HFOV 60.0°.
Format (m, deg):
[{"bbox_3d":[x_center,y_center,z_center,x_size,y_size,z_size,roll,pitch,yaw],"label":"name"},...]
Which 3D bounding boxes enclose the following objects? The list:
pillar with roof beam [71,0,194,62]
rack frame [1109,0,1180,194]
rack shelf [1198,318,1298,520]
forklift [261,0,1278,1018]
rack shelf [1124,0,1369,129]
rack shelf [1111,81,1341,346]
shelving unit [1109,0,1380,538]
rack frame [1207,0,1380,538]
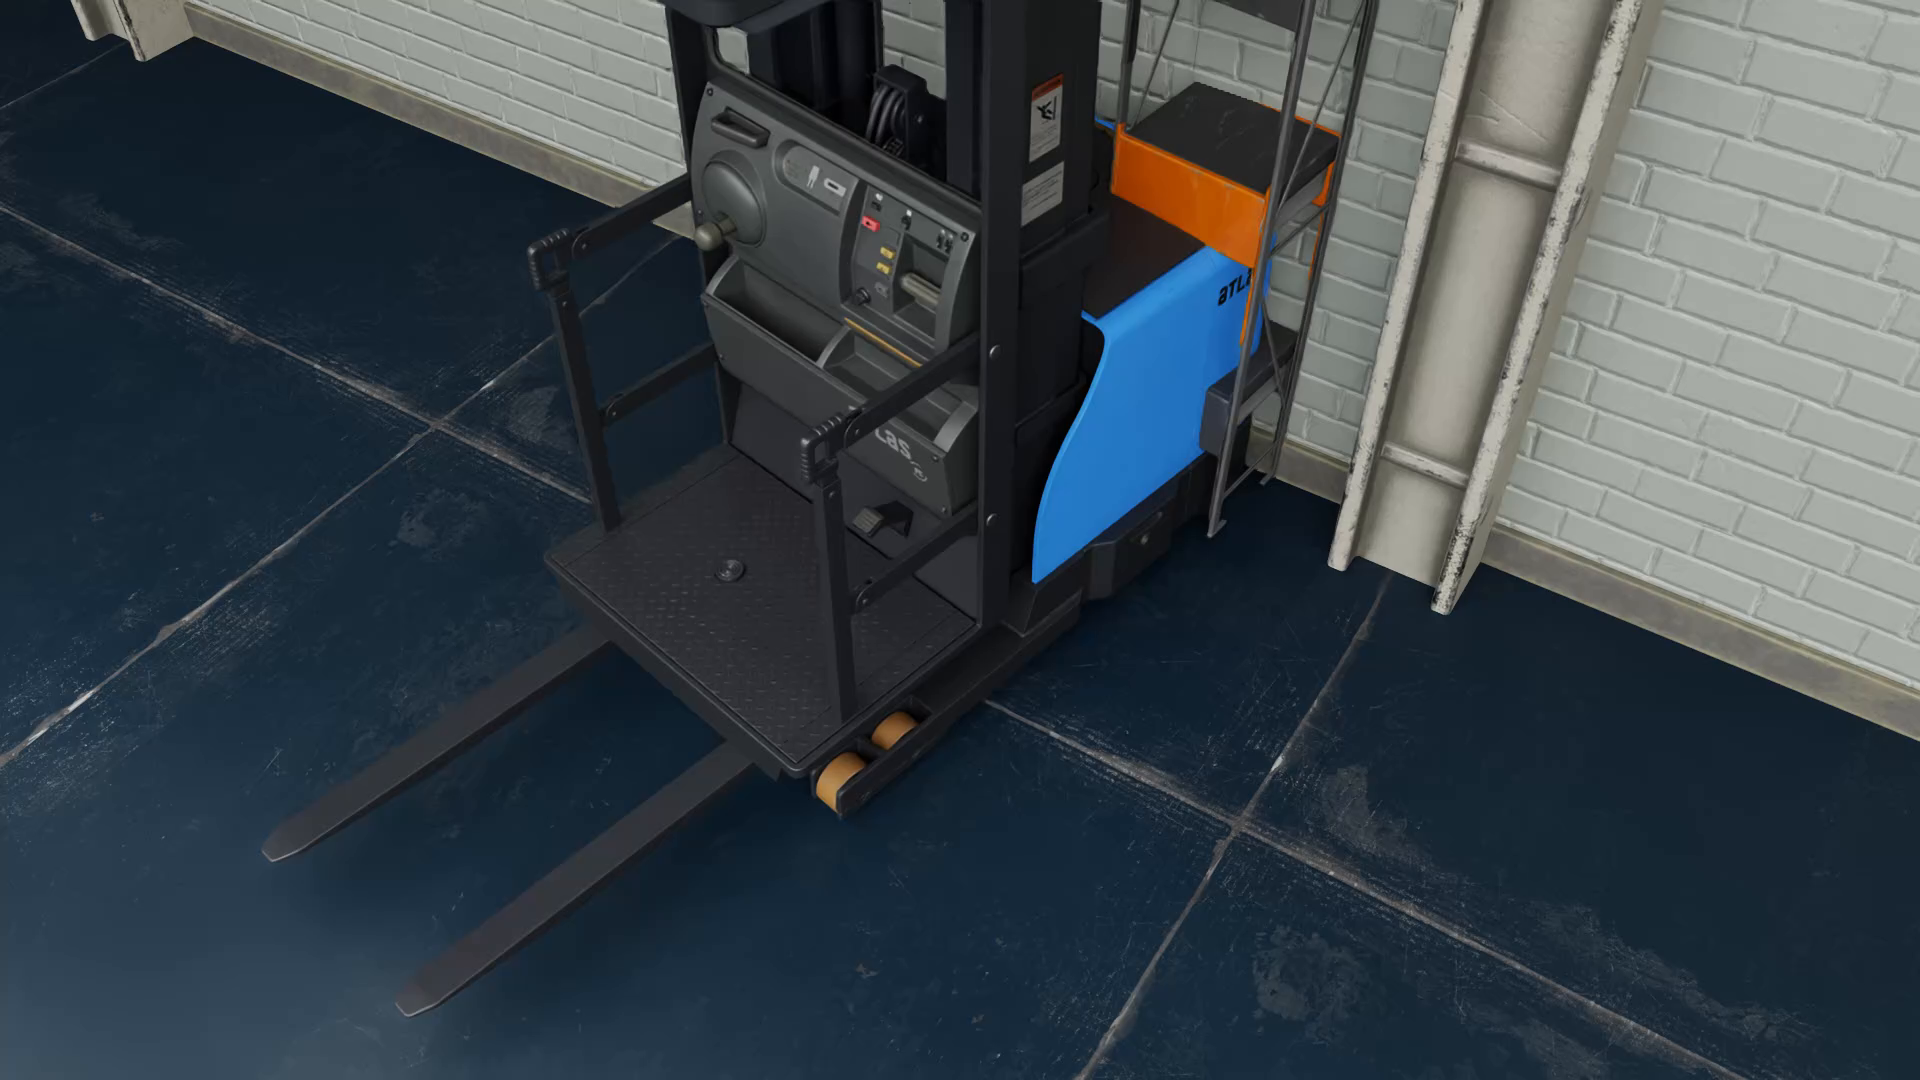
[{"bbox_3d":[-5.984,-2.800,1.696,0.400,9.000,9.100,25,51,22],"label":"pillar with roof beam"},{"bbox_3d":[0.547,-1.070,4.775,0.015,2.100,0.400,31,53,25],"label":"rack frame"},{"bbox_3d":[0.724,-0.464,5.189,0.480,0.518,0.431,31,53,25],"label":"rack shelf"},{"bbox_3d":[-0.469,-0.701,3.887,1.130,2.935,3.031,35,55,29],"label":"forklift"},{"bbox_3d":[0.749,-1.429,4.174,0.480,0.518,0.431,31,53,25],"label":"rack shelf"},{"bbox_3d":[0.737,-0.947,4.682,0.480,0.518,0.431,31,53,25],"label":"rack shelf"},{"bbox_3d":[0.737,-0.956,4.672,0.503,2.100,0.431,31,53,25],"label":"shelving unit"},{"bbox_3d":[0.926,-0.842,4.568,0.015,2.100,0.400,31,53,25],"label":"rack frame"}]
